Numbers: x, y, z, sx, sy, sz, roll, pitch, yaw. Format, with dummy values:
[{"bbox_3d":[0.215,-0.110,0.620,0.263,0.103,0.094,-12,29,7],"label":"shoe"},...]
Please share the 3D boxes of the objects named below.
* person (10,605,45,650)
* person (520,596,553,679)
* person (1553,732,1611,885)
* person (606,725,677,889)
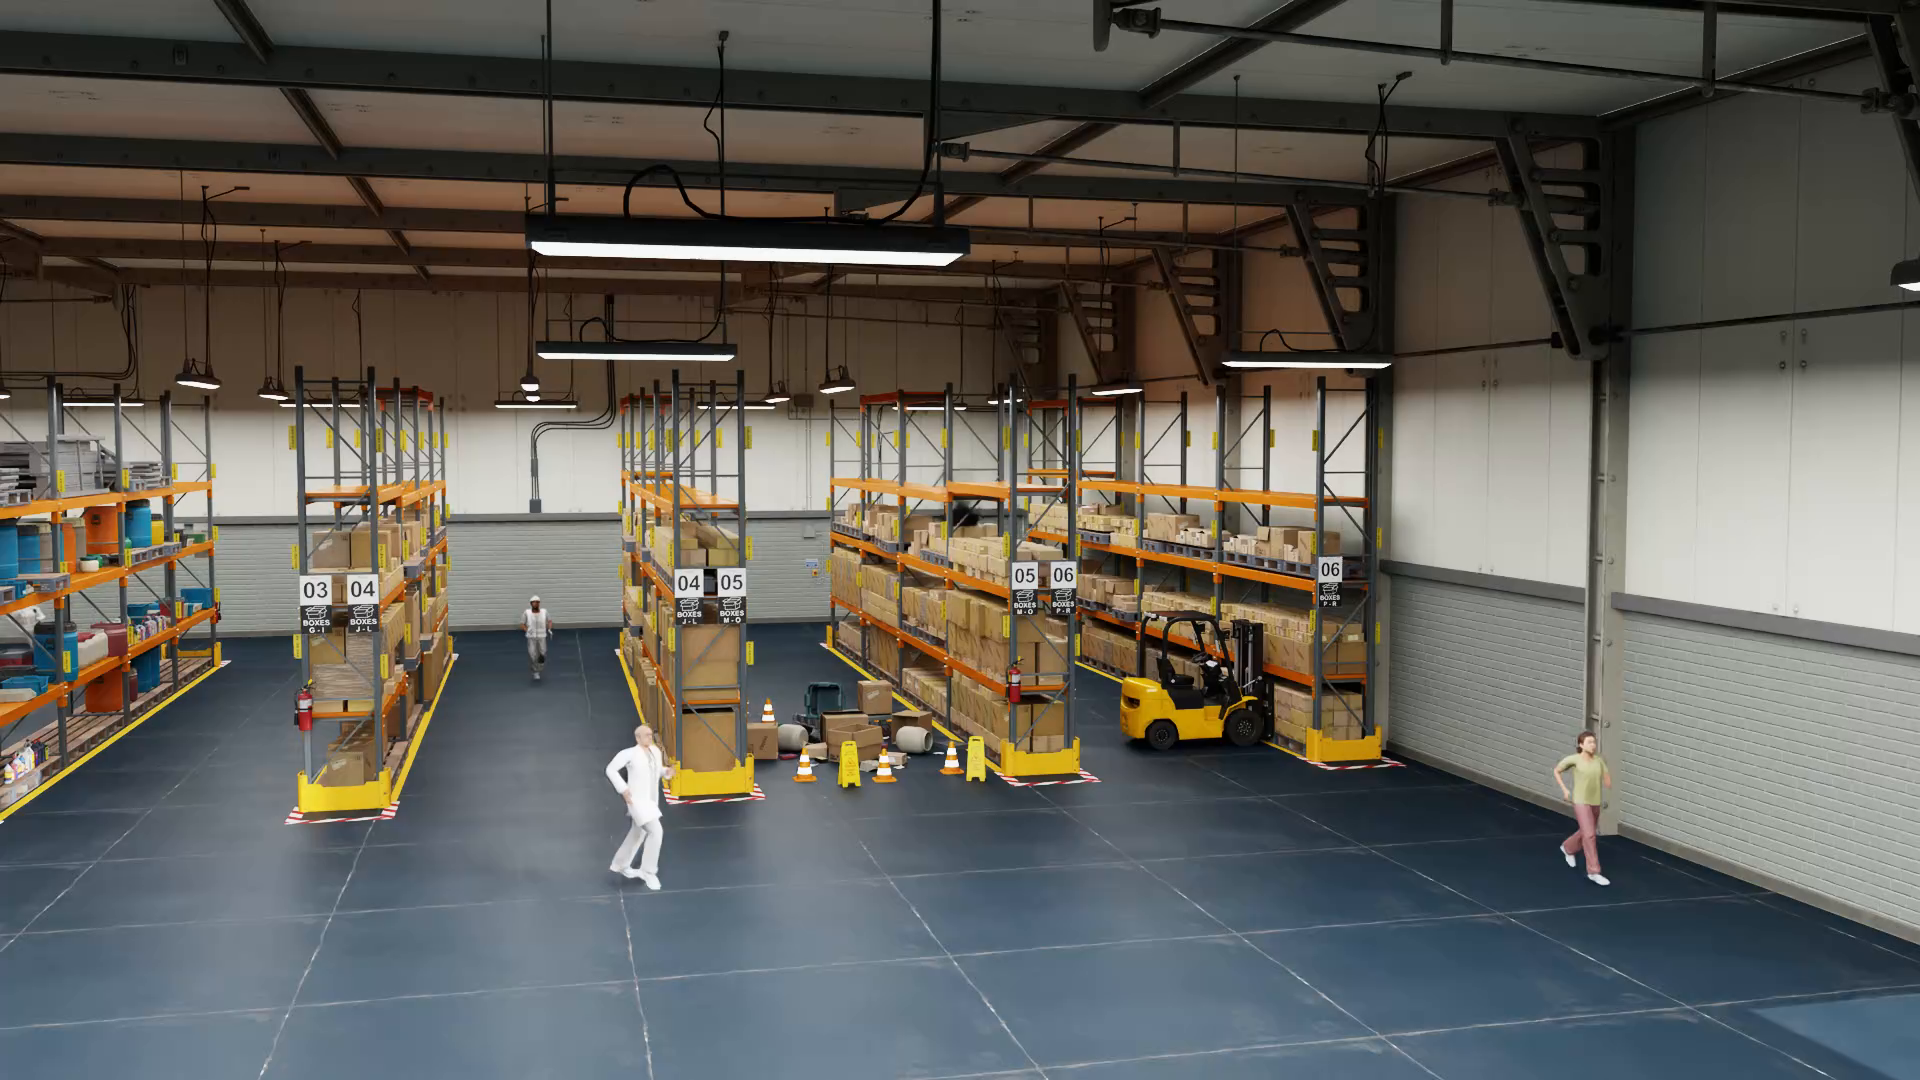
[{"bbox_3d":[-20.277,2.008,36.240,0.834,1.691,0.624,3,4,39],"label":"person"},{"bbox_3d":[-8.900,2.049,34.964,0.682,1.737,0.592,-1,4,-20],"label":"person"},{"bbox_3d":[7.139,3.007,18.974,0.589,1.653,0.964,-1,4,-15],"label":"person"},{"bbox_3d":[-3.587,3.106,18.810,0.844,1.663,0.665,1,4,22],"label":"person"}]
